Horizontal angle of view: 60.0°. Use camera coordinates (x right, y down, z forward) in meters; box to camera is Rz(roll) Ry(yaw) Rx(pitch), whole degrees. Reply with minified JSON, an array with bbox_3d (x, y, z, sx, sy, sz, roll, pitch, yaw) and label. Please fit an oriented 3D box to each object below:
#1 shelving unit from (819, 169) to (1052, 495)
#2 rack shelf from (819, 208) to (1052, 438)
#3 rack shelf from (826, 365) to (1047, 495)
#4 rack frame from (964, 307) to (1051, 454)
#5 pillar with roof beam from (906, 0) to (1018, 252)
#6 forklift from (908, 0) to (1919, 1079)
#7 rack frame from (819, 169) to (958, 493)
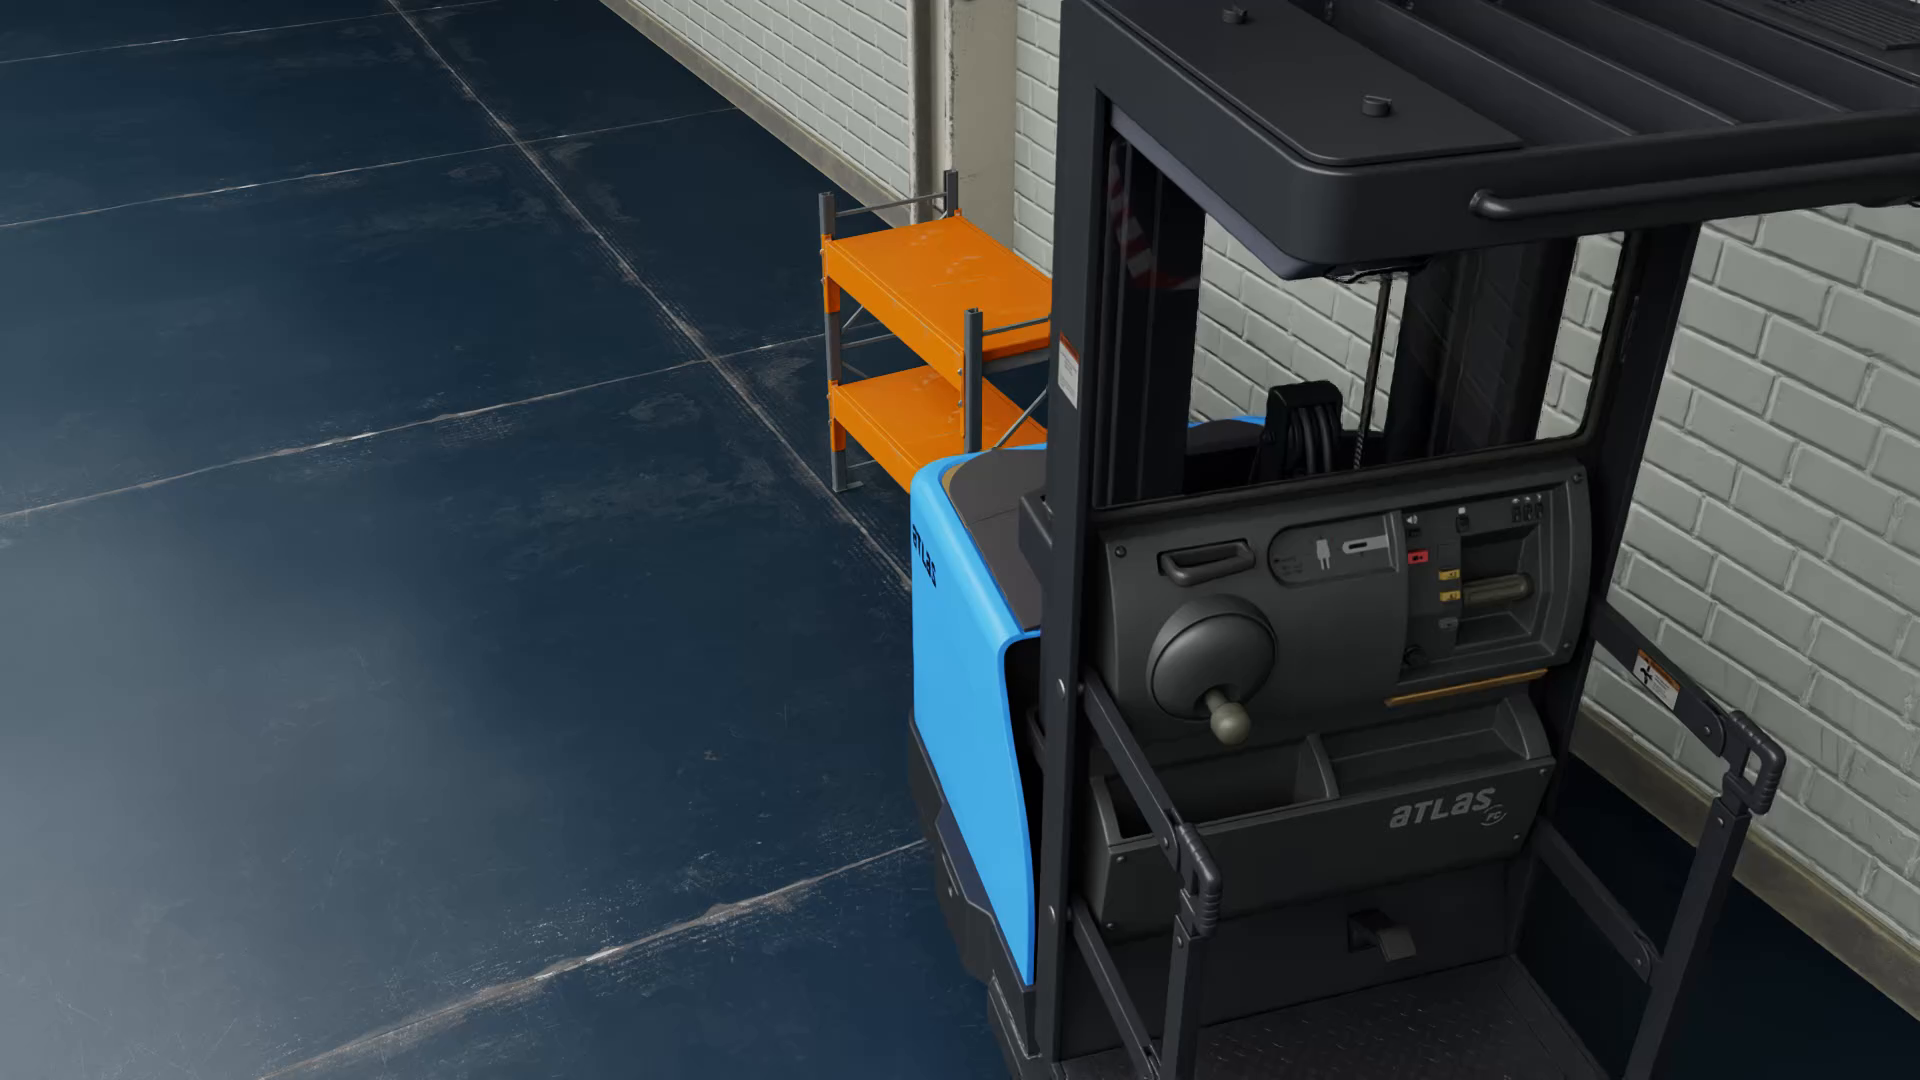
[{"bbox_3d":[0.003,-0.470,5.442,0.538,1.125,1.048,-16,36,-23],"label":"shelving unit"},{"bbox_3d":[0.003,-0.717,5.284,0.538,0.278,1.000,-16,36,-23],"label":"rack shelf"},{"bbox_3d":[0.003,-0.265,5.573,0.538,0.278,1.000,-16,36,-23],"label":"rack shelf"},{"bbox_3d":[0.240,-0.228,5.063,0.500,1.125,0.032,-16,36,-23],"label":"rack frame"},{"bbox_3d":[-3.802,-3.757,3.272,9.100,9.000,0.400,-16,36,-23],"label":"pillar with roof beam"},{"bbox_3d":[0.762,0.165,2.775,1.130,2.935,3.031,-9,34,-14],"label":"forklift"},{"bbox_3d":[-0.234,-0.713,5.820,0.500,1.125,0.032,-16,36,-23],"label":"rack frame"}]
